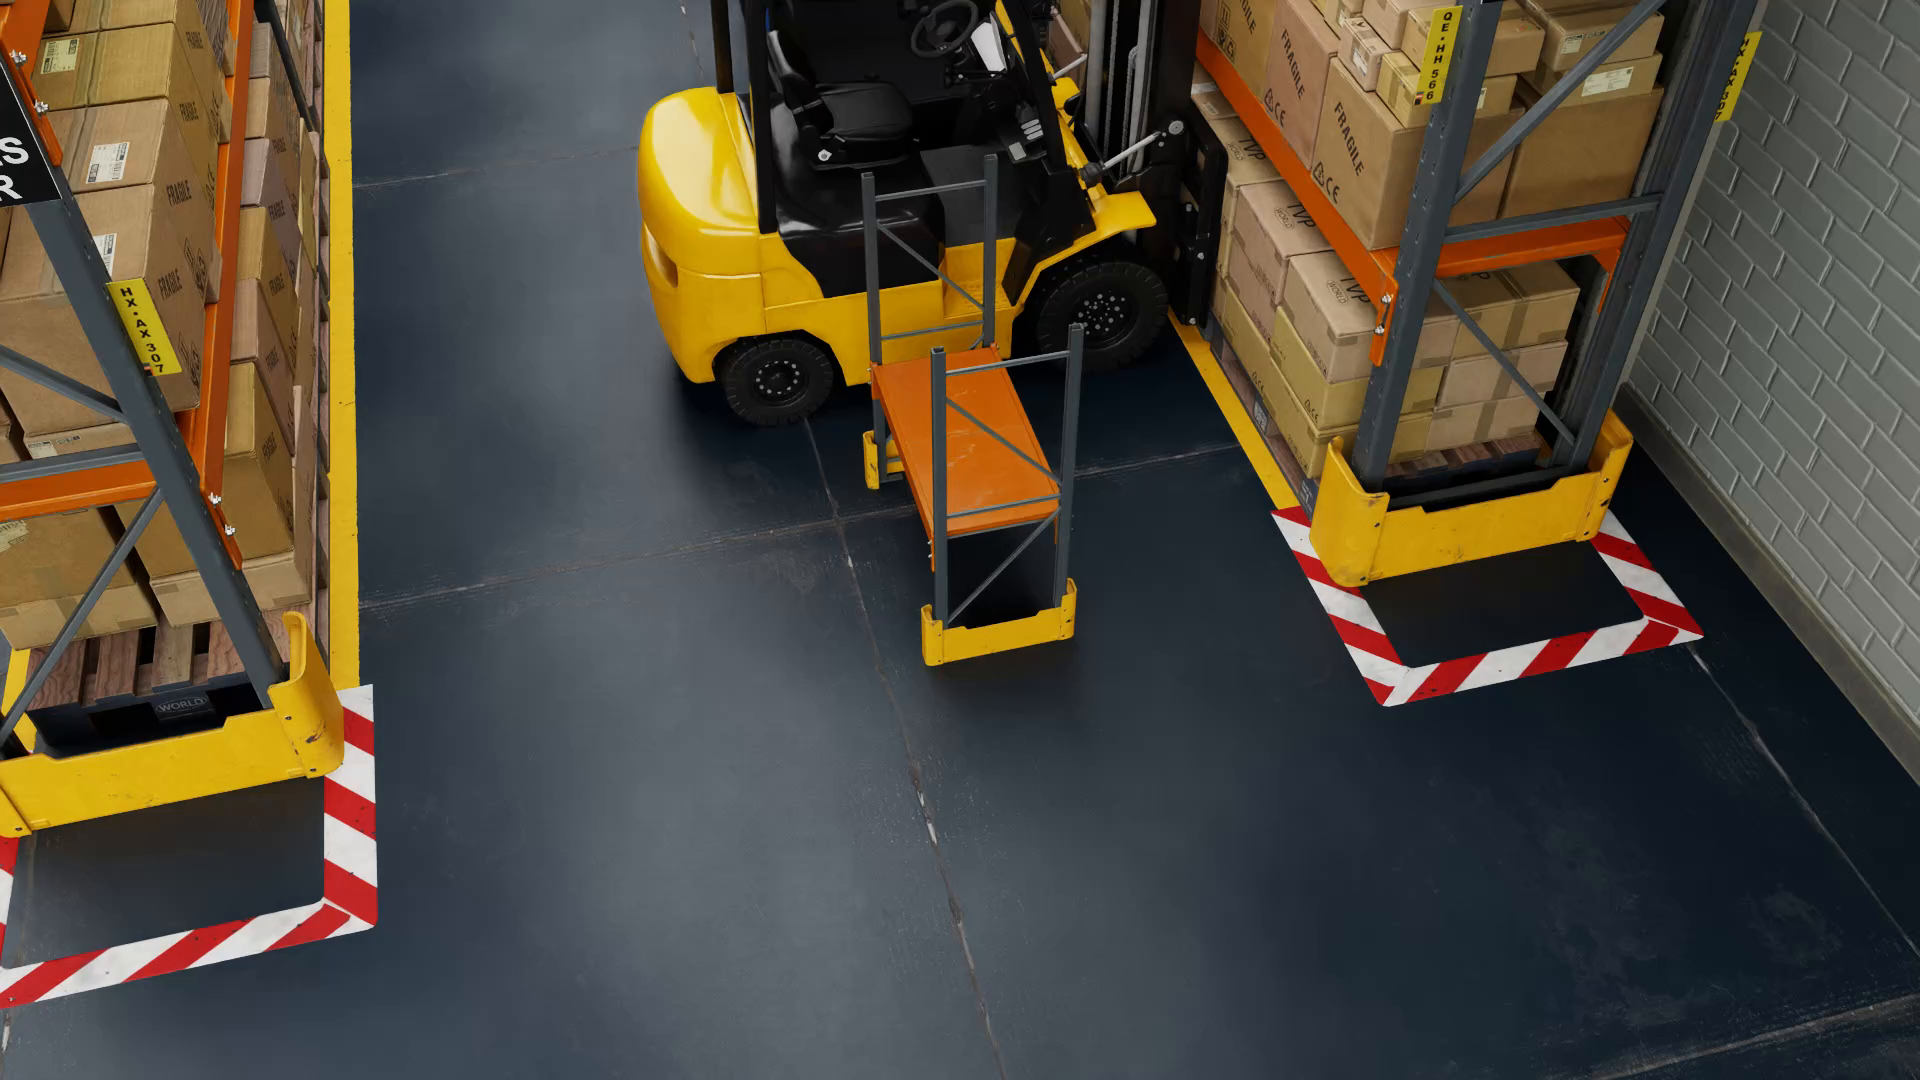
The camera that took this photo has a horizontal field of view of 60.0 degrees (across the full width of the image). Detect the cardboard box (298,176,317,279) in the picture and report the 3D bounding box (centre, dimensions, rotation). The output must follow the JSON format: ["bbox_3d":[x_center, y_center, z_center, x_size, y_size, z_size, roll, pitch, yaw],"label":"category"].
[{"bbox_3d":[-3.258,-1.406,7.658,0.500,0.250,0.500,-12,47,-11],"label":"cardboard box"}]

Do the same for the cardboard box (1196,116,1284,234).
[{"bbox_3d":[1.312,-1.588,7.137,0.500,0.250,0.500,-10,46,-10],"label":"cardboard box"}]

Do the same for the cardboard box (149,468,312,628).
[{"bbox_3d":[-2.730,0.024,6.258,0.500,0.250,0.500,-11,47,-11],"label":"cardboard box"}]

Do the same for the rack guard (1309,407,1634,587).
[{"bbox_3d":[2.012,-0.203,6.599,1.175,0.500,0.348,-11,47,-10],"label":"rack guard"}]

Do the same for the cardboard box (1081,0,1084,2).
[{"bbox_3d":[0.803,-2.999,8.520,0.500,0.250,0.500,-11,47,-11],"label":"cardboard box"}]

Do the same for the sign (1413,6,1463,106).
[{"bbox_3d":[1.478,-1.493,5.136,0.100,0.325,0.005,-11,47,-10],"label":"sign"}]

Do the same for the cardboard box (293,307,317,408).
[{"bbox_3d":[-3.006,-0.704,6.971,0.500,0.250,0.500,-8,46,-8],"label":"cardboard box"}]

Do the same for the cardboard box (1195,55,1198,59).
[{"bbox_3d":[1.062,-2.303,7.838,0.500,0.250,0.500,-9,46,-9],"label":"cardboard box"}]

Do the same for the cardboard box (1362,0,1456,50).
[{"bbox_3d":[1.618,-1.834,5.715,0.380,0.149,0.250,-11,47,-10],"label":"cardboard box"}]

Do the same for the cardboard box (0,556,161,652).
[{"bbox_3d":[-3.264,0.106,6.177,0.500,0.250,0.500,-11,47,-11],"label":"cardboard box"}]

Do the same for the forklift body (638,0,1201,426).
[{"bbox_3d":[-0.243,-1.773,6.982,2.313,2.155,1.214,-11,47,-10],"label":"forklift body"}]

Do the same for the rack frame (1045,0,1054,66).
[{"bbox_3d":[0.982,-3.856,8.429,1.000,3.000,0.127,-11,47,-10],"label":"rack frame"}]

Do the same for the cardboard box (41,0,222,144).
[{"bbox_3d":[-3.050,-1.759,6.096,0.500,0.500,0.500,-12,47,-11],"label":"cardboard box"}]

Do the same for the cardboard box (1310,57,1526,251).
[{"bbox_3d":[1.626,-1.421,5.972,0.500,0.500,0.500,-12,47,-11],"label":"cardboard box"}]

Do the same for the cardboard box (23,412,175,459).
[{"bbox_3d":[-2.678,-0.369,5.187,0.380,0.149,0.250,-11,47,-10],"label":"cardboard box"}]

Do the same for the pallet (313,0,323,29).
[{"bbox_3d":[-4.332,-3.351,9.886,1.003,0.211,1.213,-11,47,-10],"label":"pallet"}]

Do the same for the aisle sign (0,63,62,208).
[{"bbox_3d":[-2.476,-1.108,3.915,0.394,0.787,0.004,-11,47,-10],"label":"aisle sign"}]

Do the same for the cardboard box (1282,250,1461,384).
[{"bbox_3d":[1.587,-0.890,6.453,0.500,0.250,0.500,-9,46,-9],"label":"cardboard box"}]

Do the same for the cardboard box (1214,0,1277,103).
[{"bbox_3d":[1.371,-2.135,6.672,0.500,0.500,0.500,-12,47,-11],"label":"cardboard box"}]

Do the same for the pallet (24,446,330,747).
[{"bbox_3d":[-2.984,0.172,6.434,1.003,0.211,1.213,-11,47,-10],"label":"pallet"}]

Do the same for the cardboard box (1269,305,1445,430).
[{"bbox_3d":[1.579,-0.733,6.649,0.500,0.250,0.500,-11,47,-11],"label":"cardboard box"}]

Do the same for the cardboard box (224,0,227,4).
[{"bbox_3d":[-3.322,-2.470,6.792,0.500,0.500,0.500,-9,46,-9],"label":"cardboard box"}]

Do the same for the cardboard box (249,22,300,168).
[{"bbox_3d":[-3.404,-2.034,7.749,0.500,0.500,0.500,-11,47,-11],"label":"cardboard box"}]

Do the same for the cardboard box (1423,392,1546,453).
[{"bbox_3d":[2.070,-0.654,6.922,0.500,0.250,0.500,-11,47,-10],"label":"cardboard box"}]

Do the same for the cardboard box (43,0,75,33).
[{"bbox_3d":[-3.479,-2.040,5.671,0.700,0.500,0.500,-11,47,-11],"label":"cardboard box"}]

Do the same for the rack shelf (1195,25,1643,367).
[{"bbox_3d":[1.494,-2.223,7.332,1.077,0.370,4.000,-11,47,-10],"label":"rack shelf"}]

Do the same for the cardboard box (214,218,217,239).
[{"bbox_3d":[-2.865,-1.094,5.898,0.380,0.149,0.250,-10,46,-9],"label":"cardboard box"}]

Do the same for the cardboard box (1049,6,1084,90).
[{"bbox_3d":[0.786,-2.646,8.874,0.500,0.250,0.500,-10,46,-10],"label":"cardboard box"}]

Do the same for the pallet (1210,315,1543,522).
[{"bbox_3d":[1.770,-0.639,7.228,1.003,0.211,1.213,-11,47,-10],"label":"pallet"}]

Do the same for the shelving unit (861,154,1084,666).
[{"bbox_3d":[0.020,-0.472,6.163,0.587,1.500,1.083,-11,47,-10],"label":"shelving unit"}]

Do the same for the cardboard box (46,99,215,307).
[{"bbox_3d":[-2.780,-1.058,5.408,0.500,0.500,0.500,-9,46,-9],"label":"cardboard box"}]

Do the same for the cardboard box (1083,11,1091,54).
[{"bbox_3d":[0.939,-2.478,8.359,0.500,0.250,0.500,-11,47,-11],"label":"cardboard box"}]

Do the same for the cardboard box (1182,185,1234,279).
[{"bbox_3d":[1.309,-1.434,7.336,0.500,0.250,0.500,-12,47,-11],"label":"cardboard box"}]

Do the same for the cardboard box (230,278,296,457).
[{"bbox_3d":[-2.875,-0.615,6.359,0.500,0.500,0.500,-12,47,-12],"label":"cardboard box"}]

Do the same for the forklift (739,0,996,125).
[{"bbox_3d":[-0.394,-3.301,7.933,1.130,2.935,3.031,-12,47,-12],"label":"forklift"}]

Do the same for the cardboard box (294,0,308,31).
[{"bbox_3d":[-4.139,-3.030,9.166,0.950,0.372,0.625,-8,46,-8],"label":"cardboard box"}]

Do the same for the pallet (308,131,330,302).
[{"bbox_3d":[-3.609,-1.513,8.085,1.003,0.211,1.213,-11,47,-10],"label":"pallet"}]

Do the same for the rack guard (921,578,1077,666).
[{"bbox_3d":[0.147,0.309,6.272,0.587,0.250,0.087,-11,47,-10],"label":"rack guard"}]

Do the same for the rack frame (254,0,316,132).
[{"bbox_3d":[-3.815,-2.946,7.537,1.000,3.000,0.127,-11,47,-10],"label":"rack frame"}]

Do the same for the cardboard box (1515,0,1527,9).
[{"bbox_3d":[2.119,-1.926,5.805,0.380,0.149,0.250,-9,46,-9],"label":"cardboard box"}]

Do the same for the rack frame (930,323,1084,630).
[{"bbox_3d":[0.152,-0.115,5.813,0.500,1.500,0.032,-11,47,-10],"label":"rack frame"}]

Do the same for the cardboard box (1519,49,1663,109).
[{"bbox_3d":[2.170,-1.638,5.731,0.380,0.149,0.250,-12,47,-11],"label":"cardboard box"}]

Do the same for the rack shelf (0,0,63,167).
[{"bbox_3d":[-3.303,-2.363,5.369,1.077,0.370,4.000,-11,47,-10],"label":"rack shelf"}]

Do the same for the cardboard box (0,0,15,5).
[{"bbox_3d":[-2.562,-1.435,4.131,0.380,0.149,0.250,-11,47,-10],"label":"cardboard box"}]

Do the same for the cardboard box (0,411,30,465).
[{"bbox_3d":[-3.094,-0.315,5.135,0.380,0.149,0.250,-9,46,-9],"label":"cardboard box"}]

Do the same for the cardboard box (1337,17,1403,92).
[{"bbox_3d":[1.553,-1.716,5.807,0.380,0.149,0.250,-10,46,-10],"label":"cardboard box"}]

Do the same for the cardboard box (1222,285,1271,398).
[{"bbox_3d":[1.462,-0.891,7.154,0.500,0.250,0.500,-11,47,-10],"label":"cardboard box"}]

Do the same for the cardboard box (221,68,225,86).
[{"bbox_3d":[-3.138,-1.809,6.598,0.380,0.149,0.250,-11,47,-11],"label":"cardboard box"}]

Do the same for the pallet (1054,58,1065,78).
[{"bbox_3d":[1.145,-2.323,8.879,1.003,0.211,1.213,-11,47,-10],"label":"pallet"}]

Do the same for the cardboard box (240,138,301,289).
[{"bbox_3d":[-3.141,-1.331,7.060,0.500,0.500,0.500,-8,46,-8],"label":"cardboard box"}]

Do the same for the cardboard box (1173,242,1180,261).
[{"bbox_3d":[1.188,-1.592,7.841,0.500,0.250,0.500,-9,46,-9],"label":"cardboard box"}]

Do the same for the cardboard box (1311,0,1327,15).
[{"bbox_3d":[1.493,-2.079,6.163,0.380,0.149,0.250,-11,47,-11],"label":"cardboard box"}]
